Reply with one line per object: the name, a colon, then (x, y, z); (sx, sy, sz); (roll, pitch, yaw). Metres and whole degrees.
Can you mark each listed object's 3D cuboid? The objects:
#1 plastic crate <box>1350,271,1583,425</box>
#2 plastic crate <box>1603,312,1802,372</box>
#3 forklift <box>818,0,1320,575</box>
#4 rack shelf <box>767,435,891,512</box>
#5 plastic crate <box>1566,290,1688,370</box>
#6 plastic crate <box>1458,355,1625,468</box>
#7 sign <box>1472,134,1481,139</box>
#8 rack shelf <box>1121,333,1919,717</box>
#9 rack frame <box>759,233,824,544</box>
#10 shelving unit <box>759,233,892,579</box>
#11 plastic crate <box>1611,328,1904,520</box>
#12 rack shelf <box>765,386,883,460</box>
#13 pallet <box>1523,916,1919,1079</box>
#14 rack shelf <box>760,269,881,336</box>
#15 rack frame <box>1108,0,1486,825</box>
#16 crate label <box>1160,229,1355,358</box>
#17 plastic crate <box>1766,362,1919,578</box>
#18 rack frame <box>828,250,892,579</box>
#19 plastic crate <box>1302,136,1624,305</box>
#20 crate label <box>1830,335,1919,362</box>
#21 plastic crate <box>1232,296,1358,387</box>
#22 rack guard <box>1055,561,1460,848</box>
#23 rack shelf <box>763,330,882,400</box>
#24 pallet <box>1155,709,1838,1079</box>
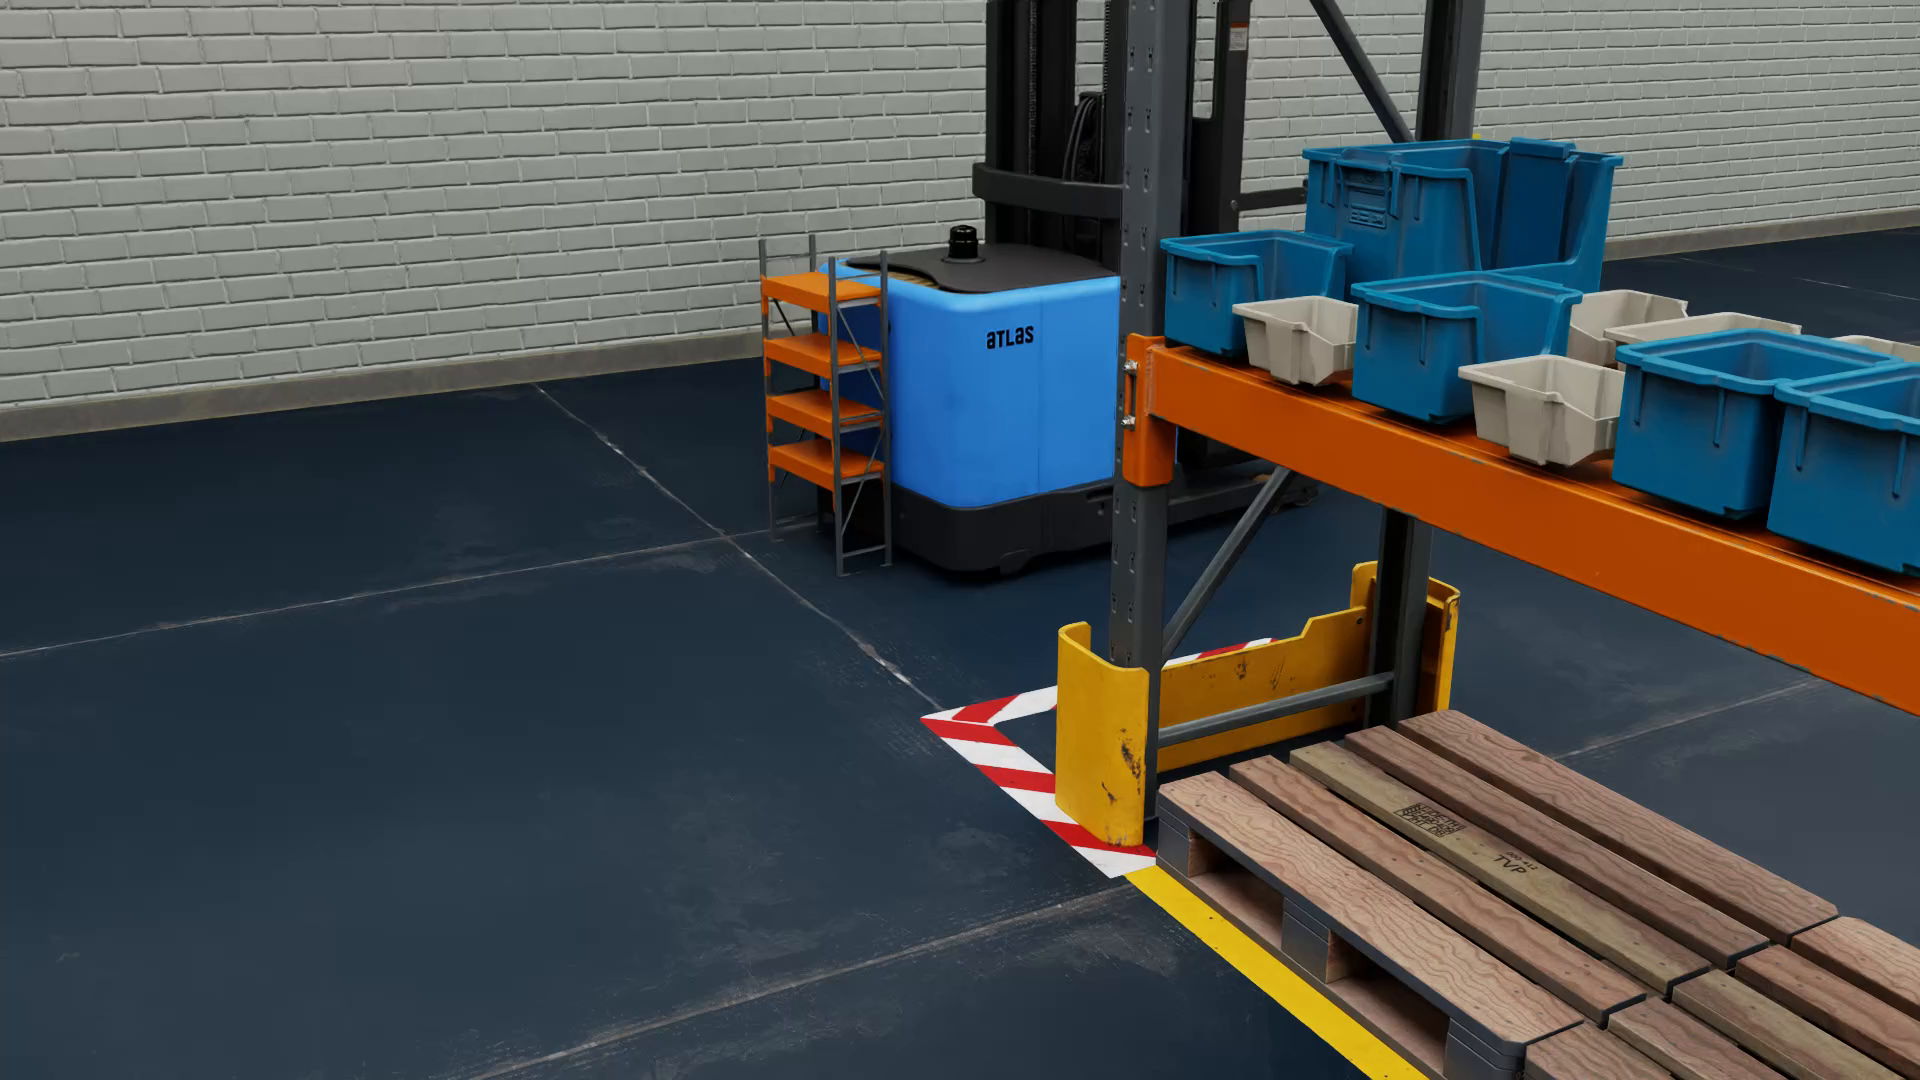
plastic crate: (0.996, -0.385, 3.312); (0.416, 0.233, 0.300); (-10, 21, -27)
plastic crate: (1.527, -0.358, 3.384); (0.396, 0.136, 0.243); (-10, 21, -27)
forklift: (0.912, -1.617, 6.824); (3.031, 2.935, 1.130); (-13, 23, -34)
rack shelf: (-0.505, -0.261, 6.362); (0.258, 0.148, 0.480); (-14, 23, -34)
plastic crate: (1.402, -0.444, 3.631); (0.396, 0.136, 0.243); (-10, 21, -27)
plastic crate: (1.085, -0.228, 3.007); (0.250, 0.136, 0.298); (-10, 21, -27)
sign: (1.332, -0.913, 4.429); (0.100, 0.325, 0.005); (-10, 21, -27)
rack shelf: (1.805, 0.168, 2.649); (1.077, 0.370, 4.000); (-10, 21, -27)
rack frame: (-0.650, -0.576, 6.461); (0.240, 1.200, 0.015); (-14, 23, -34)
shelving unit: (-0.506, -0.512, 6.275); (0.258, 1.200, 0.503); (-14, 23, -34)
plastic crate: (1.308, -0.196, 2.764); (0.416, 0.233, 0.300); (-10, 21, -27)
rack shelf: (-0.506, -0.449, 6.297); (0.258, 0.148, 0.480); (-14, 23, -34)
pallet: (1.789, 1.165, 2.933); (1.003, 0.211, 1.213); (-10, 21, -27)
rack shelf: (-0.506, -0.883, 6.147); (0.258, 0.148, 0.480); (-14, 23, -34)
rack frame: (0.856, -0.746, 4.195); (1.000, 3.000, 0.127); (-10, 21, -27)
crate label: (0.683, -0.574, 3.860); (0.416, 0.233, 0.303); (-10, 21, -27)
plastic crate: (1.451, -0.109, 2.515); (0.416, 0.233, 0.300); (-10, 21, -27)
rack frame: (-0.361, -0.448, 6.089); (0.240, 1.200, 0.015); (-14, 23, -34)
plastic crate: (1.179, -0.724, 3.985); (0.616, 0.435, 0.499); (-10, 21, -27)
crate label: (1.681, -0.282, 3.163); (0.396, 0.136, 0.243); (-10, 21, -27)
plastic crate: (0.763, -0.423, 3.571); (0.250, 0.136, 0.298); (-10, 21, -27)
rack guard: (0.833, 0.431, 4.617); (1.175, 0.500, 0.348); (-10, 21, -27)
rack shelf: (-0.506, -0.660, 6.224); (0.258, 0.148, 0.480); (-14, 23, -34)
pallet: (1.213, 0.815, 3.947); (1.003, 0.211, 1.213); (-10, 21, -27)
